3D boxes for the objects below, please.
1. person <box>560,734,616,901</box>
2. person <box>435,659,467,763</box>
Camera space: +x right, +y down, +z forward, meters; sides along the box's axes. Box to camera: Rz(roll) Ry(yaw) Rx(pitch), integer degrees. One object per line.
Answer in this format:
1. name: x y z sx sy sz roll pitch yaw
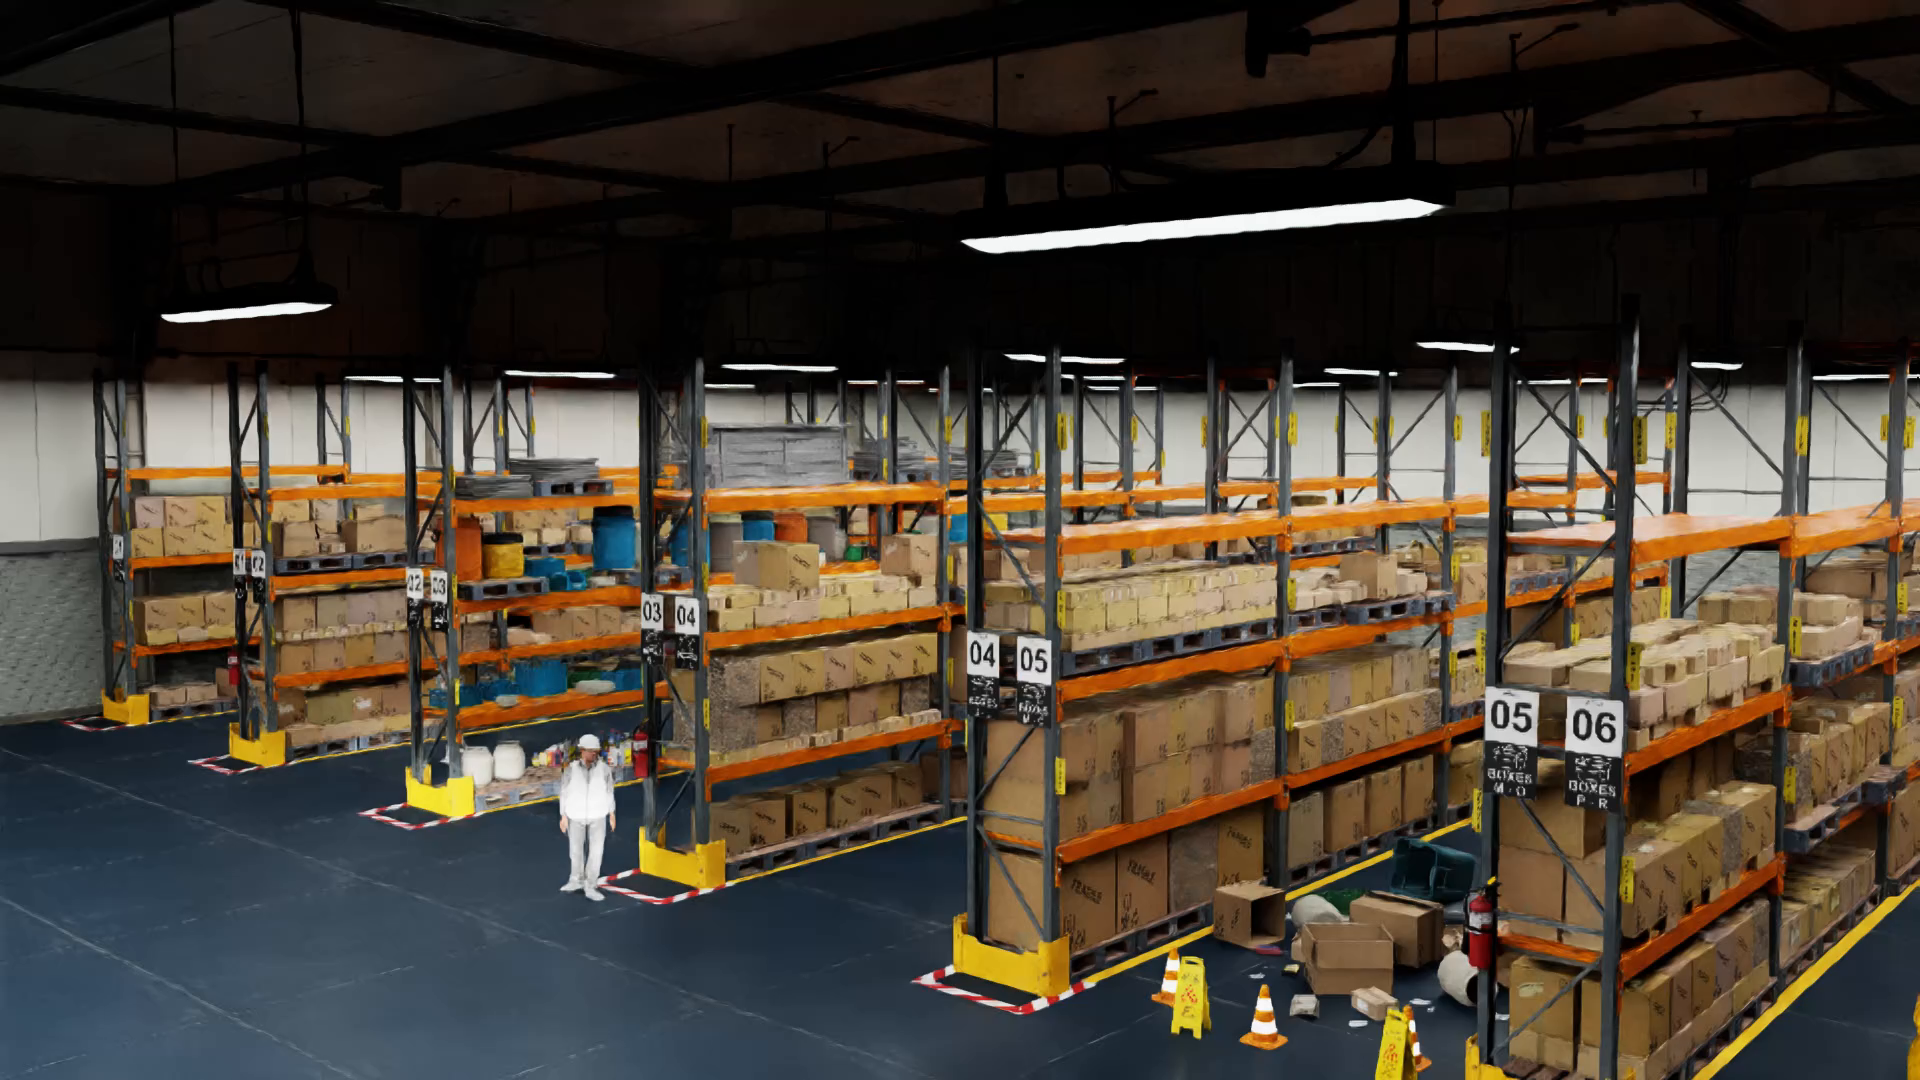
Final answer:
1. person: -4.029 2.969 17.981 0.603 1.774 0.544 -1 4 -12
2. person: -7.705 2.546 25.087 0.453 1.536 0.880 1 4 19
